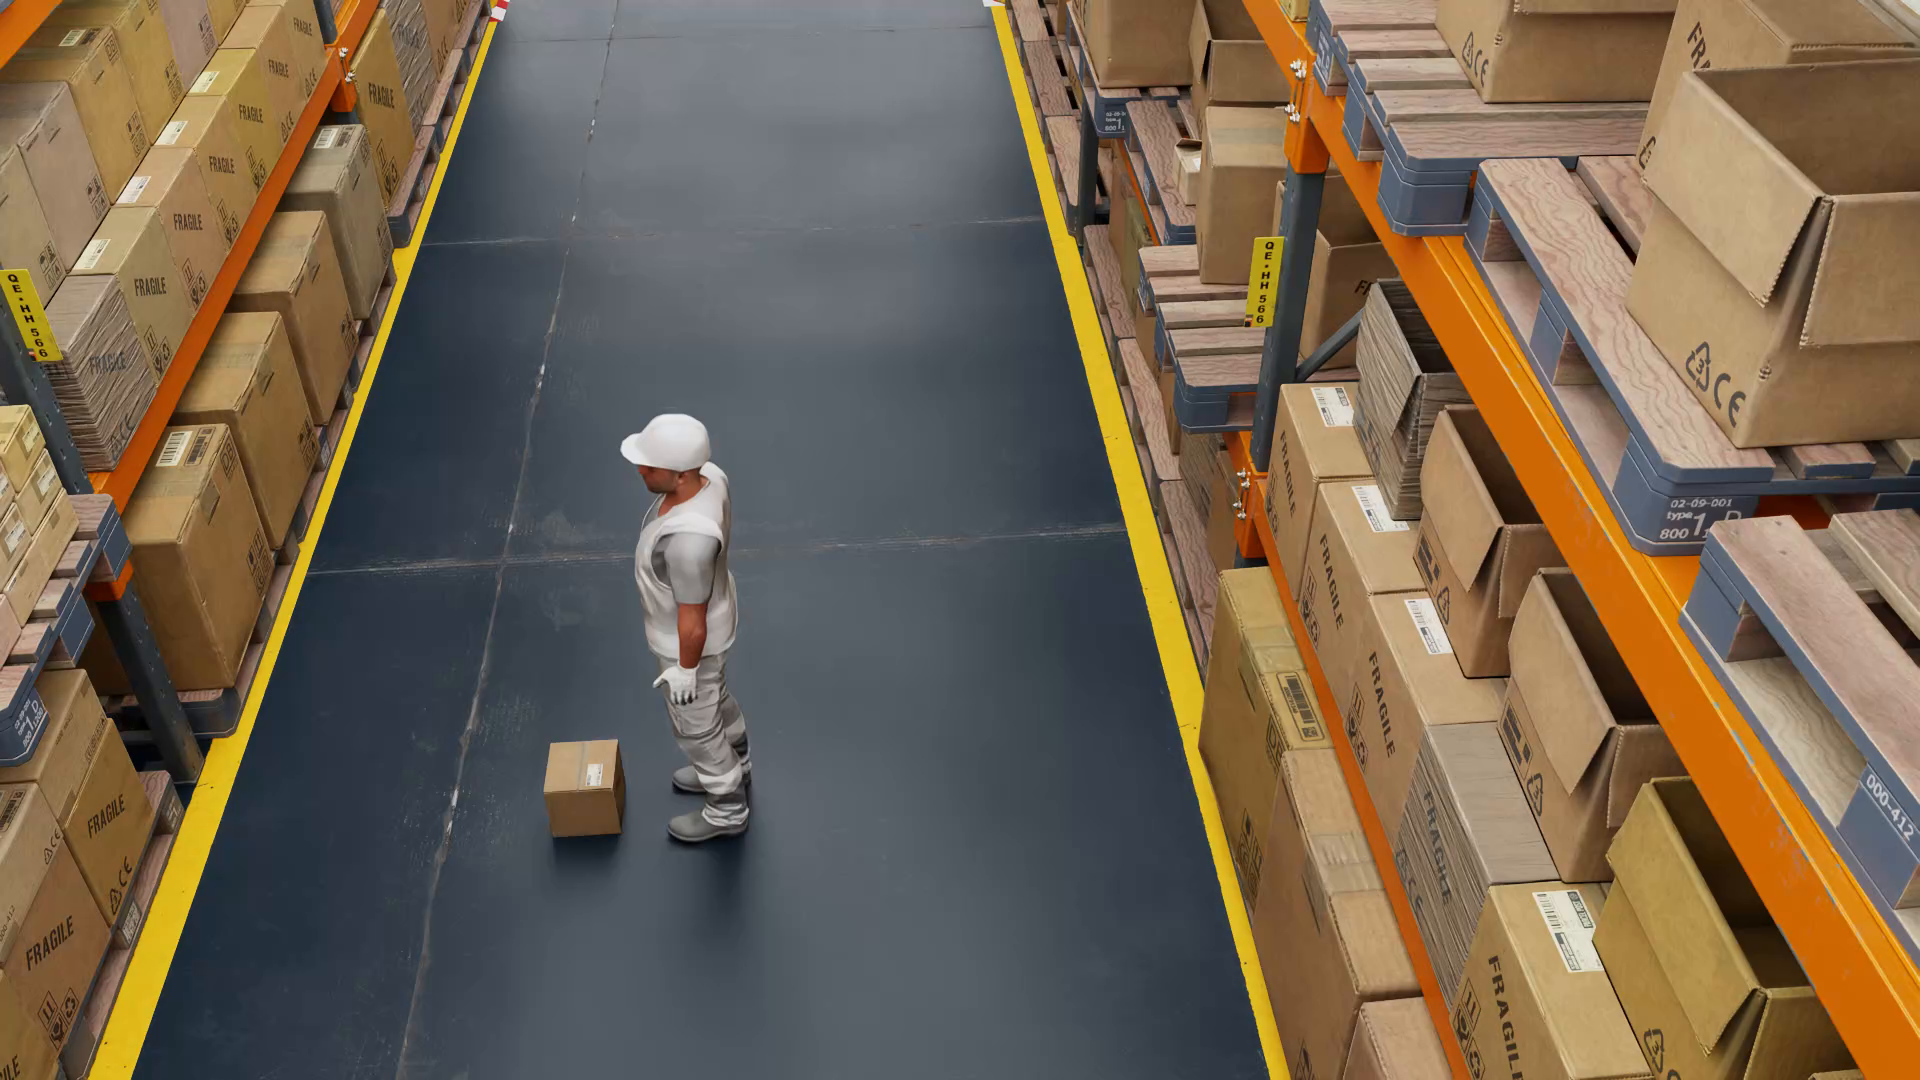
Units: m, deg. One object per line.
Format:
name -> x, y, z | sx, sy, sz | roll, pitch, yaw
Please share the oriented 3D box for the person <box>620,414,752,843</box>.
person -> -0.925, 0.313, 5.745 | 0.346, 1.787, 0.523 | -2, 39, -3
